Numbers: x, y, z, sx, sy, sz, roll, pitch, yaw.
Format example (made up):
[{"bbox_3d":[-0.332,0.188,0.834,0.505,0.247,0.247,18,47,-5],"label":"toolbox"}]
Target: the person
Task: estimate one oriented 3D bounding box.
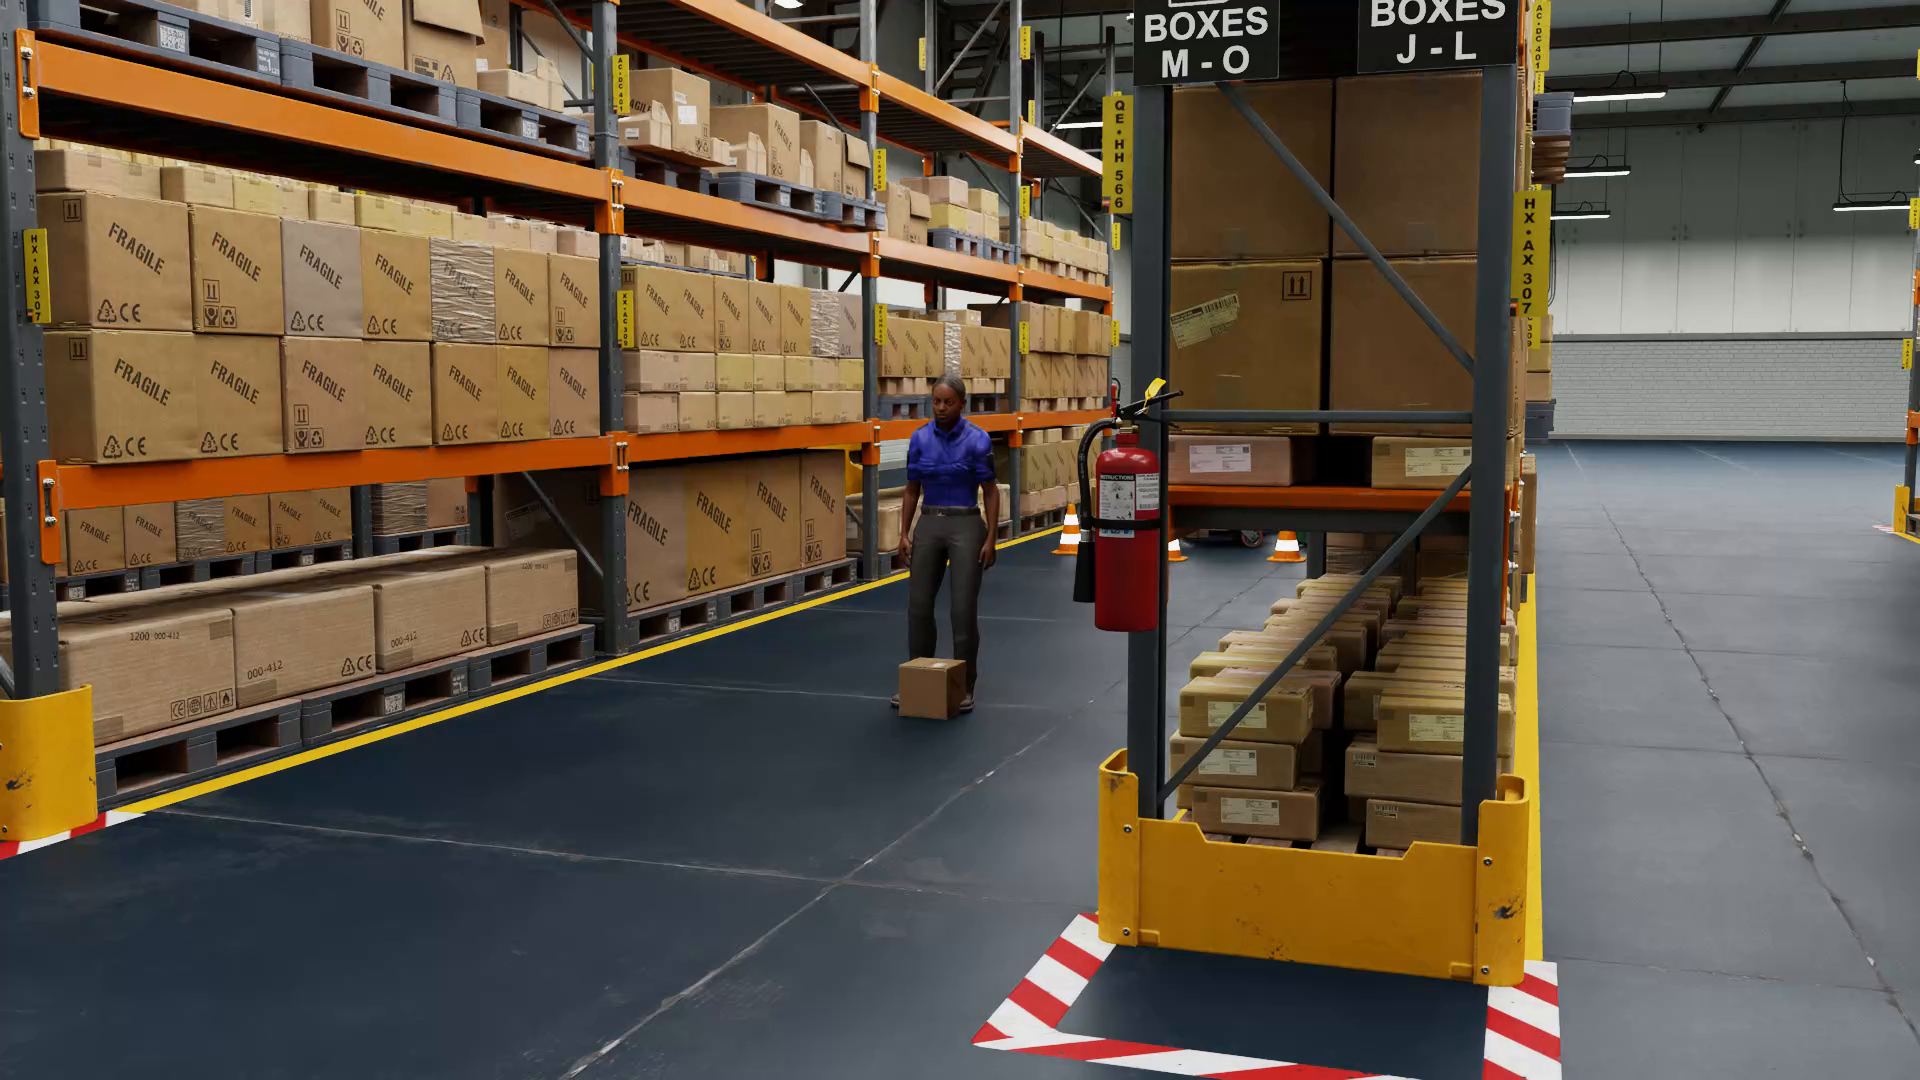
[{"bbox_3d":[-0.073,0.004,8.231,0.518,1.654,0.393,2,6,18],"label":"person"}]
